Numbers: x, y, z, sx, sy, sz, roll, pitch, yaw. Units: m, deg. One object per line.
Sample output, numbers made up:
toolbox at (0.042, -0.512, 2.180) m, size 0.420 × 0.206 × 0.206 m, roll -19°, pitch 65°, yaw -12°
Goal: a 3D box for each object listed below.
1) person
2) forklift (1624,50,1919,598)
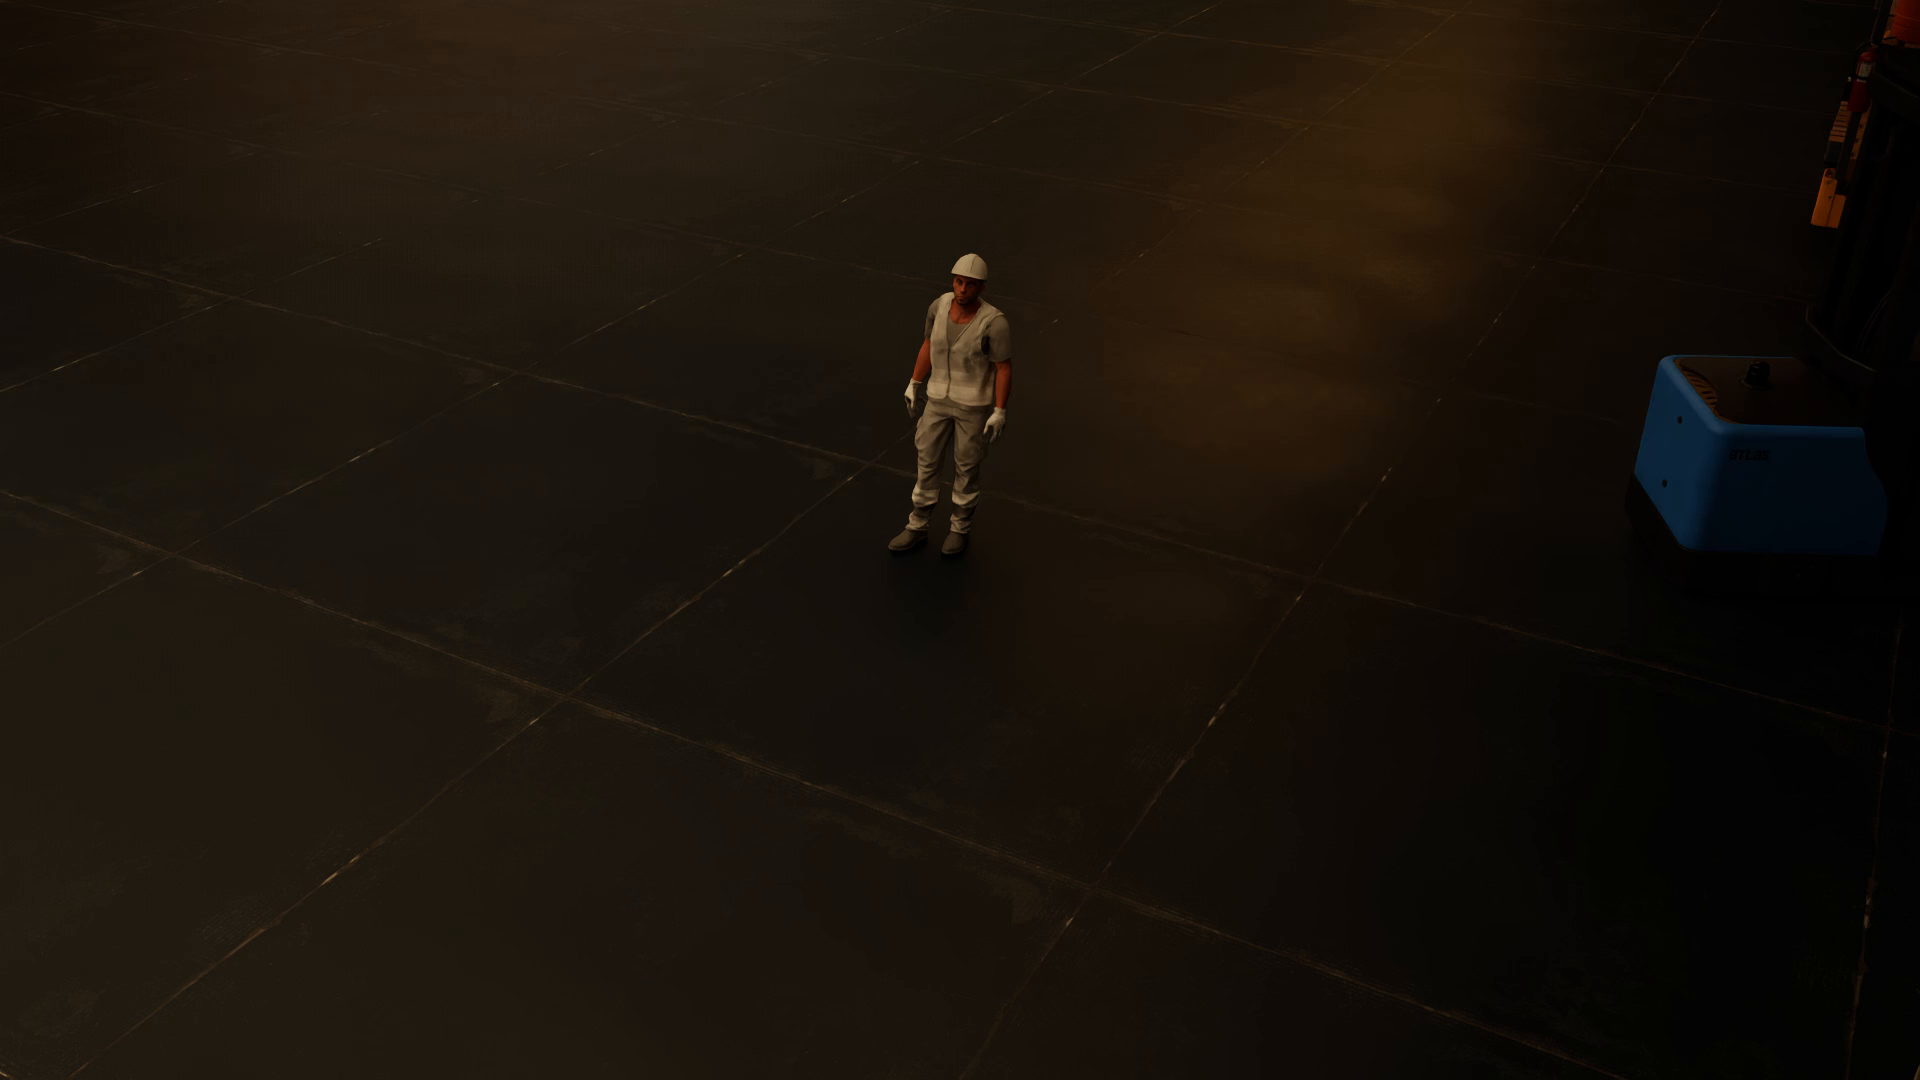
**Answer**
person at (-0.050, -0.749, 9.496) m, size 0.637 × 1.790 × 0.562 m, roll 15°, pitch 33°, yaw 25°
forklift at (5.564, -1.154, 9.070) m, size 3.031 × 2.935 × 1.130 m, roll 1°, pitch 30°, yaw 3°
